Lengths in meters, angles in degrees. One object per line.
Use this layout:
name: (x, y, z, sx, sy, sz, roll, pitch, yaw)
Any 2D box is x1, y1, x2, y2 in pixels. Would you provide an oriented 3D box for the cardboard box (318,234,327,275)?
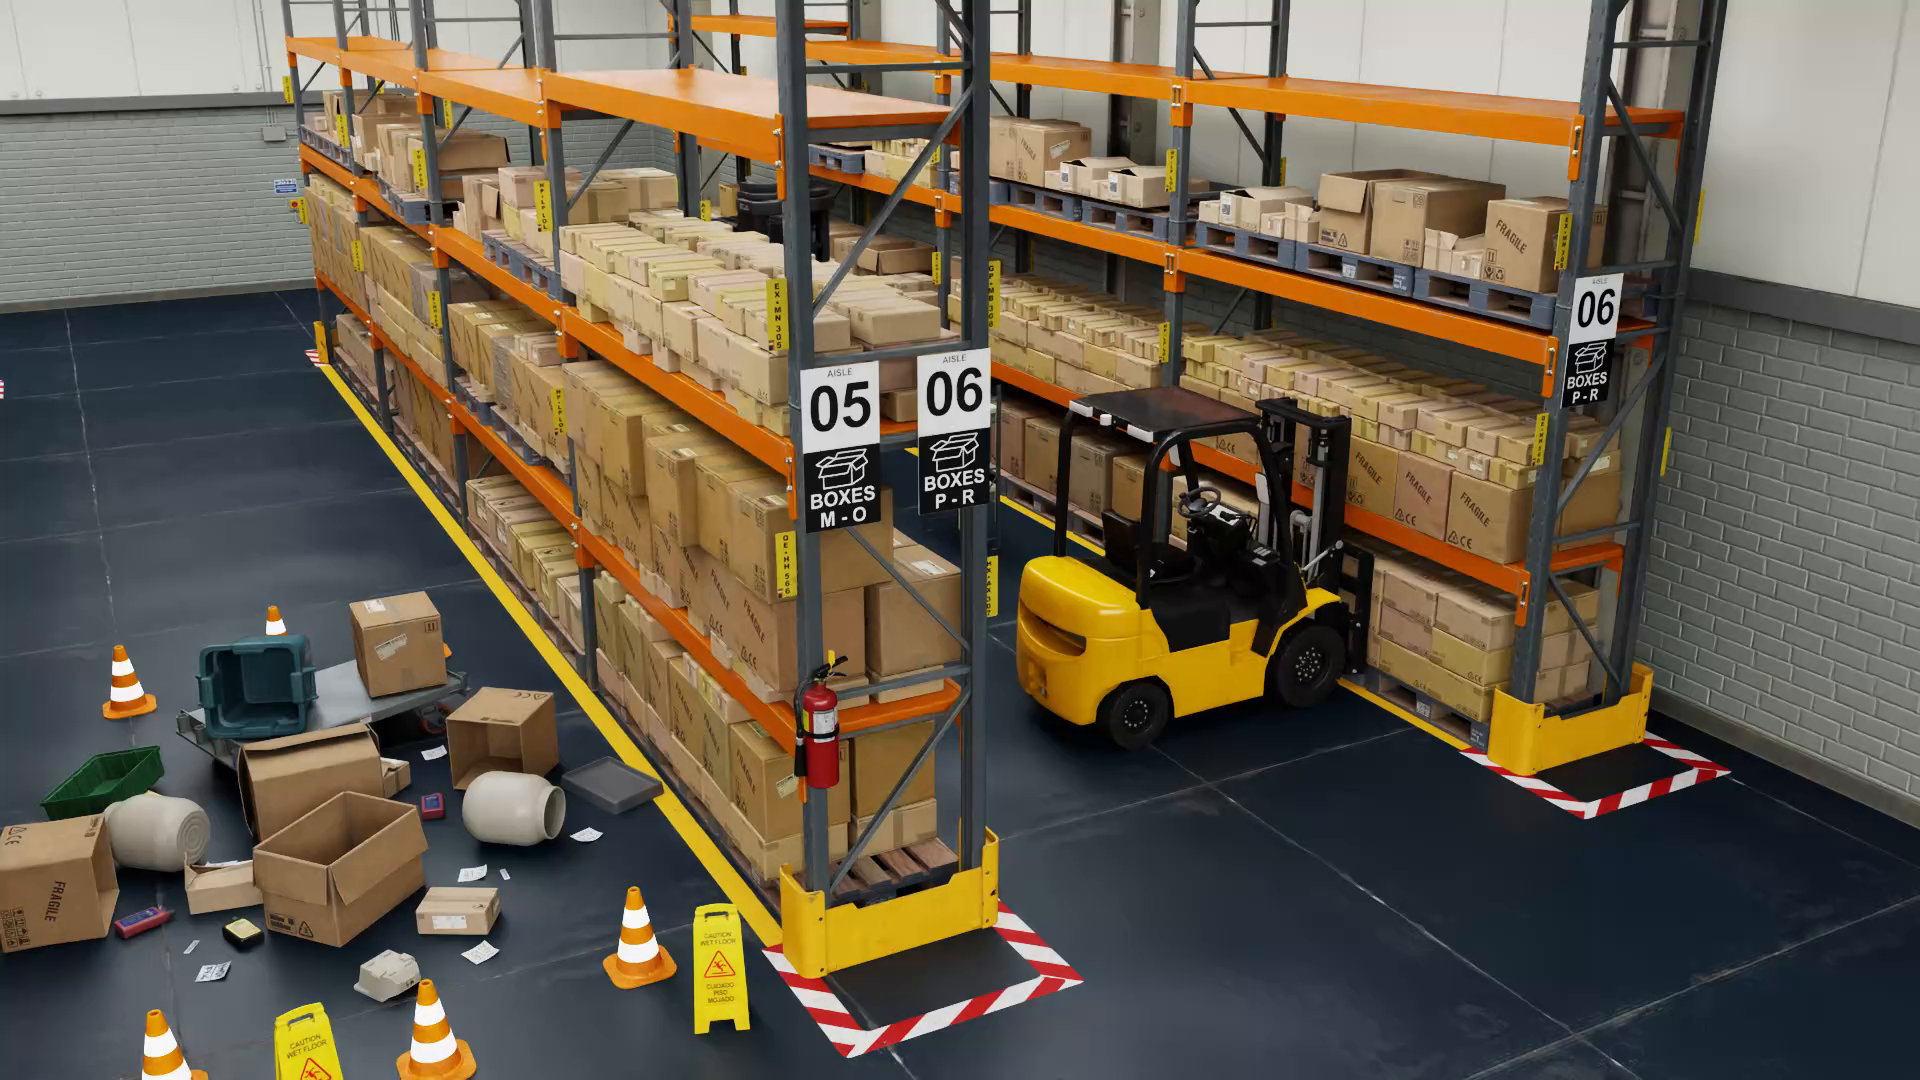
cardboard box: (-7.687, -3.583, 20.762, 0.500, 0.500, 0.500, -10, 22, -27)

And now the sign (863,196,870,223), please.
sign: (-1.174, -4.115, 20.682, 0.100, 0.325, 0.005, -10, 21, -27)

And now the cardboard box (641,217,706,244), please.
cardboard box: (-1.886, -2.033, 10.988, 0.380, 0.149, 0.250, -9, 21, -26)

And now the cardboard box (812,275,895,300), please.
cardboard box: (-0.570, -1.310, 8.894, 0.380, 0.149, 0.250, -10, 21, -27)

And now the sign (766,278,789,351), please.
sign: (-0.827, -1.022, 7.538, 0.100, 0.325, 0.005, -10, 21, -27)

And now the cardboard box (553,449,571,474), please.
cardboard box: (-2.716, -0.598, 12.009, 0.380, 0.149, 0.250, -10, 21, -26)

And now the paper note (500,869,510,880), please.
paper note: (-2.615, 1.920, 9.552, 0.032, 0.001, 0.123, -10, 21, -27)

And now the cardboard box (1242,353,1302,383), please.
cardboard box: (2.393, -1.318, 12.749, 0.380, 0.149, 0.250, -9, 21, -25)

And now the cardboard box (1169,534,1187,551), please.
cardboard box: (2.076, 0.108, 13.792, 0.500, 0.250, 0.500, -10, 21, -26)

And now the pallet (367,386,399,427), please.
pallet: (-6.320, -1.623, 19.510, 1.003, 0.211, 1.213, -10, 21, -27)

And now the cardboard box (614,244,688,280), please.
cardboard box: (-1.836, -1.659, 9.904, 0.380, 0.149, 0.250, -11, 22, -28)

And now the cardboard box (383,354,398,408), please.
cardboard box: (-6.231, -1.895, 19.307, 0.875, 0.438, 0.875, -10, 22, -27)

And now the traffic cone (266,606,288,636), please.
traffic cone: (-5.067, 0.718, 12.341, 0.336, 0.463, 0.334, -10, 21, -27)

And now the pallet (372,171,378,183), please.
pallet: (-5.549, -3.782, 17.189, 0.805, 0.209, 1.217, -11, 22, -29)

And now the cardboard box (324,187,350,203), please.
cardboard box: (-7.303, -4.089, 19.701, 0.380, 0.149, 0.250, -11, 22, -28)

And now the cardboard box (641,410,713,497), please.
cardboard box: (-1.445, -0.480, 9.783, 0.700, 0.500, 0.500, -10, 21, -27)

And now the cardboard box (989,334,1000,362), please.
cardboard box: (0.469, -1.951, 16.416, 0.500, 0.250, 0.500, -10, 22, -28)

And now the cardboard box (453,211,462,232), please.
cardboard box: (-4.128, -2.744, 14.273, 0.380, 0.149, 0.250, -10, 21, -27)

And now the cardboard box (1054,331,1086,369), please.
cardboard box: (1.191, -1.745, 15.053, 0.500, 0.250, 0.500, -10, 21, -26)

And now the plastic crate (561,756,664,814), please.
plastic crate: (-2.205, 1.544, 10.534, 0.583, 0.080, 0.402, 16, 25, 39)

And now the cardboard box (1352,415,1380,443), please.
cardboard box: (2.995, -0.810, 11.732, 0.380, 0.149, 0.250, -10, 21, -26)

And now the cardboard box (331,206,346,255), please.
cardboard box: (-6.978, -3.615, 19.322, 0.500, 0.500, 0.500, -10, 21, -26)

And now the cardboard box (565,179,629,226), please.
cardboard box: (-2.616, -2.342, 11.542, 0.500, 0.250, 0.500, -9, 21, -25)

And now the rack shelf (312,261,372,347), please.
rack shelf: (-6.977, -2.944, 20.169, 1.077, 0.370, 4.000, -10, 21, -27)

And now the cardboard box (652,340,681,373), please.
cardboard box: (-1.513, -1.058, 9.385, 0.380, 0.149, 0.250, -10, 22, -27)

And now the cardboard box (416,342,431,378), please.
cardboard box: (-4.853, -1.740, 15.806, 0.500, 0.250, 0.500, -10, 21, -26)

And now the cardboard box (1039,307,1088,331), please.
cardboard box: (0.953, -2.028, 15.261, 0.380, 0.149, 0.250, -11, 22, -28)

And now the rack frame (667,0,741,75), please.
rack frame: (-3.560, -7.464, 22.968, 1.000, 3.000, 0.127, -10, 21, -27)

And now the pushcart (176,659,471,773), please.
pushcart: (-4.211, 1.193, 11.095, 0.936, 0.377, 1.648, 16, 25, 39)

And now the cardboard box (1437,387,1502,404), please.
cardboard box: (3.582, -0.959, 11.707, 0.380, 0.149, 0.250, -9, 21, -25)

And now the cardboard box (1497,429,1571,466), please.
cardboard box: (3.682, -0.600, 10.668, 0.380, 0.149, 0.250, -10, 21, -27)

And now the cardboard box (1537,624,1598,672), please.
cardboard box: (3.997, 0.662, 11.418, 0.500, 0.250, 0.500, -10, 21, -26)

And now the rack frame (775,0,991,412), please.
rack frame: (-0.329, -2.101, 7.426, 1.000, 3.000, 0.127, -10, 21, -27)

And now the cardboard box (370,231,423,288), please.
cardboard box: (-5.806, -2.918, 17.302, 0.500, 0.500, 0.500, -10, 21, -27)

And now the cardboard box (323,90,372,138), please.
cardboard box: (-7.102, -4.968, 19.380, 0.500, 0.500, 0.500, -10, 21, -26)

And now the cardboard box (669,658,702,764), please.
cardboard box: (-1.423, 0.996, 10.067, 0.500, 0.500, 0.500, -11, 22, -28)

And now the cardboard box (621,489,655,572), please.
cardboard box: (-1.779, -0.146, 10.345, 0.500, 0.500, 0.500, -10, 21, -27)

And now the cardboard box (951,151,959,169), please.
cardboard box: (0.137, -3.738, 16.329, 0.380, 0.166, 0.250, -10, 21, -27)

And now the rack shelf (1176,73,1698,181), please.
rack shelf: (3.088, -2.916, 11.503, 1.077, 0.370, 4.000, -10, 21, -27)

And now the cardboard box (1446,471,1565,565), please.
cardboard box: (3.573, -0.183, 10.911, 0.500, 0.500, 0.500, -11, 22, -28)

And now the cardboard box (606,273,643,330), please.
cardboard box: (-1.781, -1.440, 9.882, 0.500, 0.250, 0.500, -10, 21, -26)

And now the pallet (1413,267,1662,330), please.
pallet: (3.724, -1.619, 10.761, 1.003, 0.211, 1.213, -10, 21, -27)

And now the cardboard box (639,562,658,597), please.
cardboard box: (-1.762, 0.214, 10.298, 0.380, 0.149, 0.250, -10, 21, -26)

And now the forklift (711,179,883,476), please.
forklift: (-2.051, -2.275, 17.231, 1.130, 2.935, 3.031, -13, 23, -33)

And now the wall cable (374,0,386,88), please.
wall cable: (-10.213, -8.400, 25.678, 2.355, 3.000, 0.029, -10, 21, -27)

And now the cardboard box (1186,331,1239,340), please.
cardboard box: (2.160, -1.672, 14.230, 0.380, 0.149, 0.250, -11, 22, -28)

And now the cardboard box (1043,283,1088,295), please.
cardboard box: (1.041, -2.423, 16.406, 0.380, 0.149, 0.250, -10, 22, -28)

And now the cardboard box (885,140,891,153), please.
cardboard box: (-0.581, -4.233, 17.819, 0.380, 0.149, 0.250, -10, 21, -26)

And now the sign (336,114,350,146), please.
sign: (-6.515, -4.324, 17.550, 0.100, 0.325, 0.005, -10, 21, -27)

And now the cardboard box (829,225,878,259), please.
cardboard box: (-1.382, -3.404, 19.600, 0.700, 0.500, 0.500, -10, 21, -26)

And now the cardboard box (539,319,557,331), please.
cardboard box: (-3.172, -1.570, 13.828, 0.500, 0.500, 0.500, -12, 22, -30)

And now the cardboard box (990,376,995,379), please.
cardboard box: (0.265, -1.853, 18.098, 0.380, 0.149, 0.250, -9, 21, -24)

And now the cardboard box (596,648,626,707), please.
cardboard box: (-2.186, 0.899, 11.500, 0.500, 0.250, 0.500, -11, 22, -29)

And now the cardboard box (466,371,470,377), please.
cardboard box: (-4.137, -1.520, 14.678, 0.380, 0.149, 0.250, -11, 22, -30)

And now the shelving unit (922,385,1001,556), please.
shelving unit: (0.003, -0.707, 14.881, 0.431, 1.500, 0.755, -10, 21, -27)

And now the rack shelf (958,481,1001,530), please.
rack shelf: (0.003, -0.399, 14.988, 0.431, 0.370, 0.720, -10, 21, -27)

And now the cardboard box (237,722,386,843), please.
cardboard box: (-3.843, 1.471, 9.888, 0.797, 0.637, 0.503, -10, 21, -27)
